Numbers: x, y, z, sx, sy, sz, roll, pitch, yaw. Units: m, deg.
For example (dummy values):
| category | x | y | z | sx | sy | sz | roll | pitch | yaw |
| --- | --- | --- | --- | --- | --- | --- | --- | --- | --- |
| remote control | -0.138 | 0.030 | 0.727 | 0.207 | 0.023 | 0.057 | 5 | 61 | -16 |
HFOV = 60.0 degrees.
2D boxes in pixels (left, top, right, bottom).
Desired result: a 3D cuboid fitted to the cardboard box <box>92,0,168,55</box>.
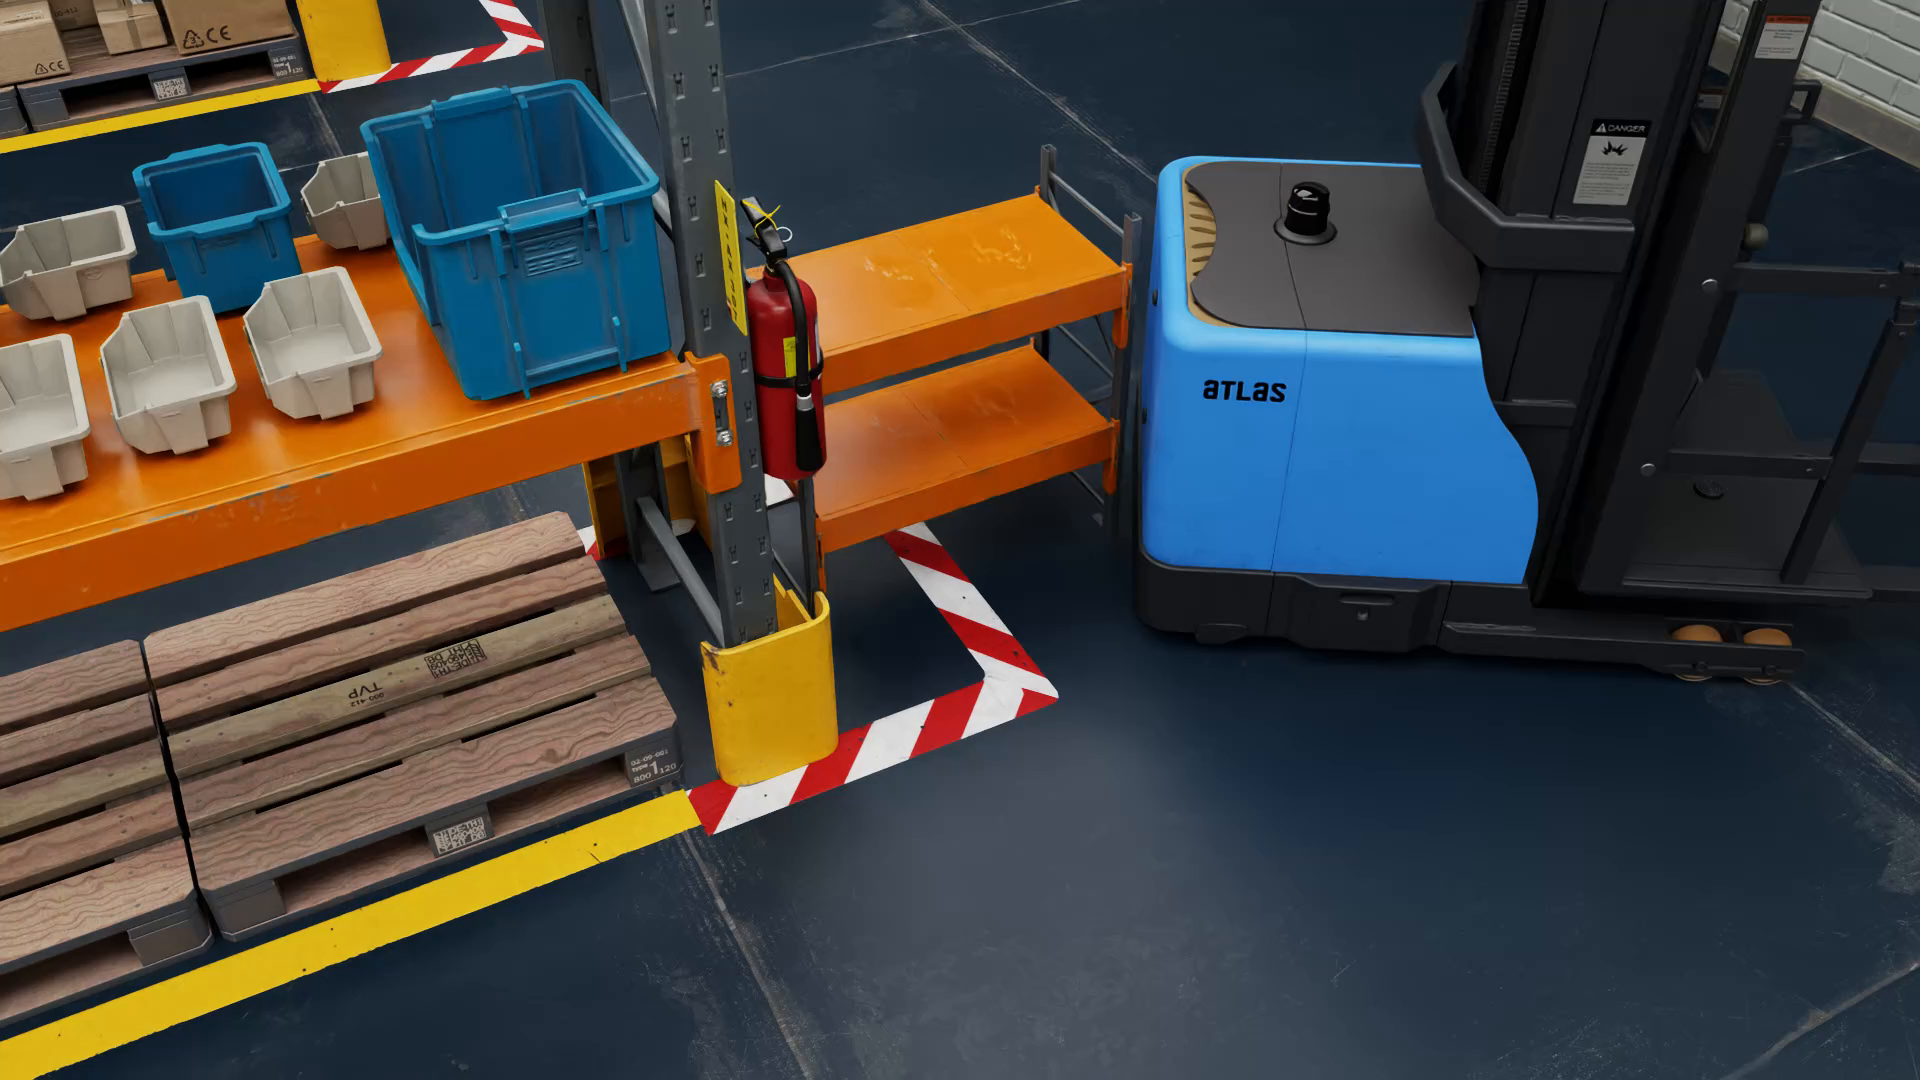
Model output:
| category | x | y | z | sx | sy | sz | roll | pitch | yaw |
| --- | --- | --- | --- | --- | --- | --- | --- | --- | --- |
| cardboard box | -3.804 | -2.391 | 7.606 | 0.250 | 0.166 | 0.380 | -19 | 44 | -21 |

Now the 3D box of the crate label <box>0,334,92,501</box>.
| category | x | y | z | sx | sy | sz | roll | pitch | yaw |
| --- | --- | --- | --- | --- | --- | --- | --- | --- | --- |
| crate label | -1.889 | -0.238 | 3.367 | 0.243 | 0.136 | 0.396 | -19 | 44 | -21 |

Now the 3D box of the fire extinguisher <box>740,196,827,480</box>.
| category | x | y | z | sx | sy | sz | roll | pitch | yaw |
| --- | --- | --- | --- | --- | --- | --- | --- | --- | --- |
| fire extinguisher | -0.406 | -0.451 | 3.809 | 0.183 | 0.674 | 0.296 | -19 | 44 | -21 |

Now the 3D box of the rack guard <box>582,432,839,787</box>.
| category | x | y | z | sx | sy | sz | roll | pitch | yaw |
| --- | --- | --- | --- | --- | --- | --- | --- | --- | --- |
| rack guard | -0.735 | 0.102 | 4.743 | 0.348 | 0.500 | 1.175 | -19 | 44 | -21 |

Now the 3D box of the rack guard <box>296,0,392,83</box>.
| category | x | y | z | sx | sy | sz | roll | pitch | yaw |
| --- | --- | --- | --- | --- | --- | --- | --- | --- | --- |
| rack guard | -3.102 | -2.701 | 8.054 | 0.348 | 0.500 | 1.175 | -19 | 44 | -21 |

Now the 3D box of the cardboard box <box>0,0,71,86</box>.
| category | x | y | z | sx | sy | sz | roll | pitch | yaw |
| --- | --- | --- | --- | --- | --- | --- | --- | --- | --- |
| cardboard box | -4.260 | -2.226 | 7.346 | 0.500 | 0.250 | 0.500 | -19 | 44 | -21 |

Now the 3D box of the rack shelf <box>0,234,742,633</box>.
| category | x | y | z | sx | sy | sz | roll | pitch | yaw |
| --- | --- | --- | --- | --- | --- | --- | --- | --- | --- |
| rack shelf | -2.524 | 0.034 | 3.445 | 4.000 | 0.370 | 1.077 | -19 | 44 | -21 |

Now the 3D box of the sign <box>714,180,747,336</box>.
| category | x | y | z | sx | sy | sz | roll | pitch | yaw |
| --- | --- | --- | --- | --- | --- | --- | --- | --- | --- |
| sign | -0.481 | -0.590 | 3.499 | 0.005 | 0.325 | 0.100 | -19 | 44 | -21 |

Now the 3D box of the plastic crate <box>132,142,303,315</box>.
| category | x | y | z | sx | sy | sz | roll | pitch | yaw |
| --- | --- | --- | --- | --- | --- | --- | --- | --- | --- |
| plastic crate | -1.705 | -0.715 | 3.857 | 0.300 | 0.233 | 0.416 | -19 | 44 | -21 |

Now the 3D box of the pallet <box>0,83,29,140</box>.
| category | x | y | z | sx | sy | sz | roll | pitch | yaw |
| --- | --- | --- | --- | --- | --- | --- | --- | --- | --- |
| pallet | -4.889 | -1.990 | 7.438 | 1.213 | 0.211 | 1.003 | -19 | 44 | -21 |

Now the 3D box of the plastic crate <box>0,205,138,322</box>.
| category | x | y | z | sx | sy | sz | roll | pitch | yaw |
| --- | --- | --- | --- | --- | --- | --- | --- | --- | --- |
| plastic crate | -2.045 | -0.624 | 3.824 | 0.298 | 0.136 | 0.250 | -19 | 44 | -21 |

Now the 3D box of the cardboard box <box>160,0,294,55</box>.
| category | x | y | z | sx | sy | sz | roll | pitch | yaw |
| --- | --- | --- | --- | --- | --- | --- | --- | --- | --- |
| cardboard box | -3.403 | -2.588 | 7.580 | 0.500 | 0.500 | 0.500 | -19 | 44 | -21 |

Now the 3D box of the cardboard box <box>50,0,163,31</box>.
| category | x | y | z | sx | sy | sz | roll | pitch | yaw |
| --- | --- | --- | --- | --- | --- | --- | --- | --- | --- |
| cardboard box | -4.091 | -2.647 | 7.843 | 0.500 | 0.250 | 0.500 | -19 | 44 | -21 |

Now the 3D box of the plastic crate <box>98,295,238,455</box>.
| category | x | y | z | sx | sy | sz | roll | pitch | yaw |
| --- | --- | --- | --- | --- | --- | --- | --- | --- | --- |
| plastic crate | -1.653 | -0.335 | 3.482 | 0.243 | 0.136 | 0.396 | -19 | 44 | -21 |

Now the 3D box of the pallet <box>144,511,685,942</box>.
| category | x | y | z | sx | sy | sz | roll | pitch | yaw |
| --- | --- | --- | --- | --- | --- | --- | --- | --- | --- |
| pallet | -1.499 | 0.450 | 4.555 | 1.213 | 0.211 | 1.003 | -19 | 44 | -21 |

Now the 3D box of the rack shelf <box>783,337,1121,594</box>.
| category | x | y | z | sx | sy | sz | roll | pitch | yaw |
| --- | --- | --- | --- | --- | --- | --- | --- | --- | --- |
| rack shelf | -0.080 | -0.246 | 5.049 | 1.000 | 0.278 | 0.538 | -19 | 44 | -21 |

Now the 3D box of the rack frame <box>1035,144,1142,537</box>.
| category | x | y | z | sx | sy | sz | roll | pitch | yaw |
| --- | --- | --- | --- | --- | --- | --- | --- | --- | --- |
| rack frame | 0.368 | -0.587 | 5.073 | 0.032 | 1.125 | 0.500 | -19 | 44 | -21 |

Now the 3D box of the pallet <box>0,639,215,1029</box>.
| category | x | y | z | sx | sy | sz | roll | pitch | yaw |
| --- | --- | --- | --- | --- | --- | --- | --- | --- | --- |
| pallet | -2.580 | 0.812 | 4.128 | 1.213 | 0.211 | 1.003 | -19 | 44 | -21 |

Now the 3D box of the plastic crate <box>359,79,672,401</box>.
| category | x | y | z | sx | sy | sz | roll | pitch | yaw |
| --- | --- | --- | --- | --- | --- | --- | --- | --- | --- |
| plastic crate | -0.961 | -0.667 | 3.643 | 0.499 | 0.435 | 0.616 | -19 | 44 | -21 |

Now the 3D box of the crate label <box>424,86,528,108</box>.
| category | x | y | z | sx | sy | sz | roll | pitch | yaw |
| --- | --- | --- | --- | --- | --- | --- | --- | --- | --- |
| crate label | -1.121 | -0.912 | 4.089 | 0.303 | 0.233 | 0.416 | -19 | 44 | -21 |

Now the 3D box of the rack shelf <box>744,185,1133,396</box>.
| category | x | y | z | sx | sy | sz | roll | pitch | yaw |
| --- | --- | --- | --- | --- | --- | --- | --- | --- | --- |
| rack shelf | -0.080 | -0.656 | 4.702 | 1.000 | 0.278 | 0.538 | -19 | 44 | -21 |

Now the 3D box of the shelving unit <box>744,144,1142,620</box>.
| category | x | y | z | sx | sy | sz | roll | pitch | yaw |
| --- | --- | --- | --- | --- | --- | --- | --- | --- | --- |
| shelving unit | -0.080 | -0.433 | 4.891 | 1.048 | 1.125 | 0.538 | -19 | 44 | -21 |

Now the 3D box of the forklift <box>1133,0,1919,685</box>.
| category | x | y | z | sx | sy | sz | roll | pitch | yaw |
| --- | --- | --- | --- | --- | --- | --- | --- | --- | --- |
| forklift | 2.054 | -1.063 | 4.238 | 3.031 | 2.935 | 1.130 | 3 | 40 | 3 |

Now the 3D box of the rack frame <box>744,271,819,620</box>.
| category | x | y | z | sx | sy | sz | roll | pitch | yaw |
| --- | --- | --- | --- | --- | --- | --- | --- | --- | --- |
| rack frame | -0.529 | -0.279 | 4.709 | 0.032 | 1.125 | 0.500 | -19 | 44 | -21 |

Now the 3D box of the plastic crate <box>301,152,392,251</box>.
| category | x | y | z | sx | sy | sz | roll | pitch | yaw |
| --- | --- | --- | --- | --- | --- | --- | --- | --- | --- |
| plastic crate | -1.444 | -0.827 | 4.063 | 0.298 | 0.136 | 0.250 | -19 | 44 | -21 |

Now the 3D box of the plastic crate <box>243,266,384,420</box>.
| category | x | y | z | sx | sy | sz | roll | pitch | yaw |
| --- | --- | --- | --- | --- | --- | --- | --- | --- | --- |
| plastic crate | -1.390 | -0.413 | 3.574 | 0.243 | 0.136 | 0.396 | -19 | 44 | -21 |

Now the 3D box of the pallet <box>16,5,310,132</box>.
| category | x | y | z | sx | sy | sz | roll | pitch | yaw |
| --- | --- | --- | --- | --- | --- | --- | --- | --- | --- |
| pallet | -3.809 | -2.352 | 7.865 | 1.213 | 0.211 | 1.003 | -19 | 44 | -21 |

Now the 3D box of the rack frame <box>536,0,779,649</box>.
| category | x | y | z | sx | sy | sz | roll | pitch | yaw |
| --- | --- | --- | --- | --- | --- | --- | --- | --- | --- |
| rack frame | -0.750 | -0.838 | 3.918 | 0.127 | 3.000 | 1.000 | -19 | 44 | -21 |
